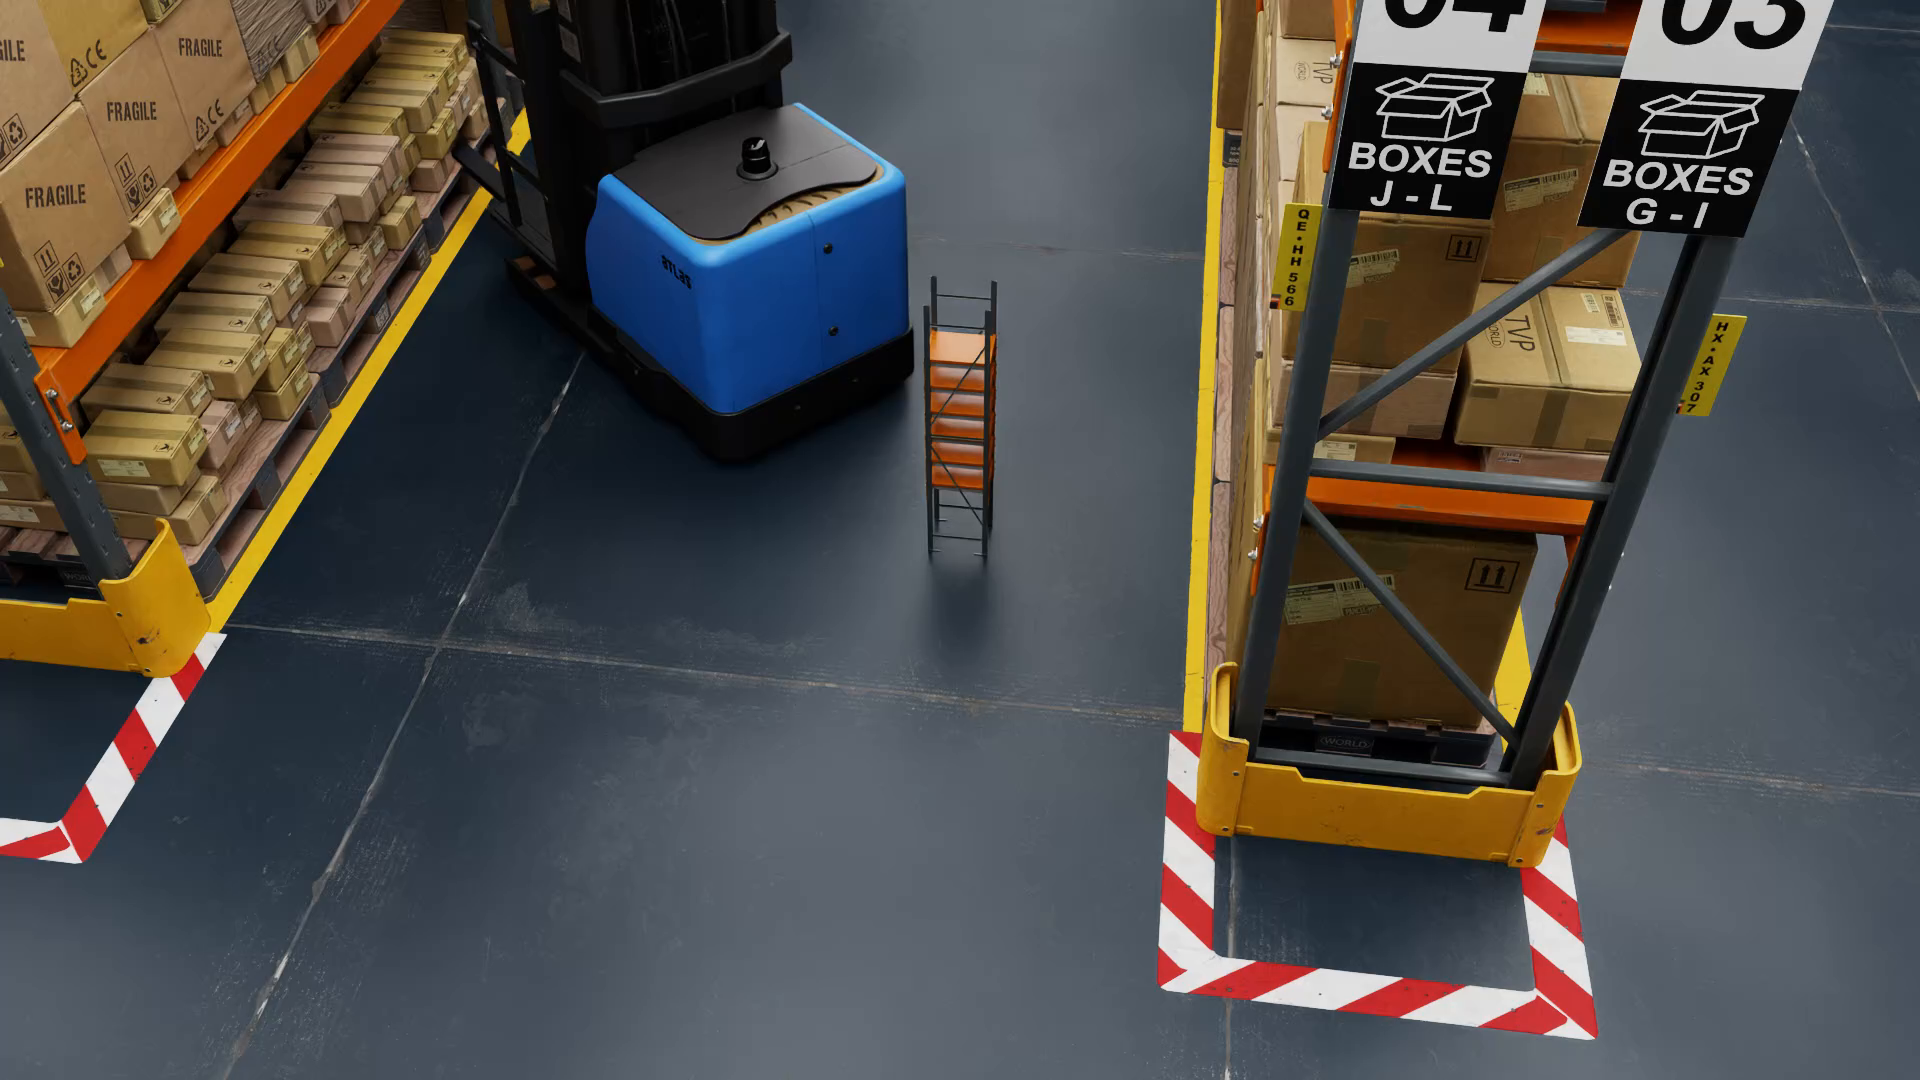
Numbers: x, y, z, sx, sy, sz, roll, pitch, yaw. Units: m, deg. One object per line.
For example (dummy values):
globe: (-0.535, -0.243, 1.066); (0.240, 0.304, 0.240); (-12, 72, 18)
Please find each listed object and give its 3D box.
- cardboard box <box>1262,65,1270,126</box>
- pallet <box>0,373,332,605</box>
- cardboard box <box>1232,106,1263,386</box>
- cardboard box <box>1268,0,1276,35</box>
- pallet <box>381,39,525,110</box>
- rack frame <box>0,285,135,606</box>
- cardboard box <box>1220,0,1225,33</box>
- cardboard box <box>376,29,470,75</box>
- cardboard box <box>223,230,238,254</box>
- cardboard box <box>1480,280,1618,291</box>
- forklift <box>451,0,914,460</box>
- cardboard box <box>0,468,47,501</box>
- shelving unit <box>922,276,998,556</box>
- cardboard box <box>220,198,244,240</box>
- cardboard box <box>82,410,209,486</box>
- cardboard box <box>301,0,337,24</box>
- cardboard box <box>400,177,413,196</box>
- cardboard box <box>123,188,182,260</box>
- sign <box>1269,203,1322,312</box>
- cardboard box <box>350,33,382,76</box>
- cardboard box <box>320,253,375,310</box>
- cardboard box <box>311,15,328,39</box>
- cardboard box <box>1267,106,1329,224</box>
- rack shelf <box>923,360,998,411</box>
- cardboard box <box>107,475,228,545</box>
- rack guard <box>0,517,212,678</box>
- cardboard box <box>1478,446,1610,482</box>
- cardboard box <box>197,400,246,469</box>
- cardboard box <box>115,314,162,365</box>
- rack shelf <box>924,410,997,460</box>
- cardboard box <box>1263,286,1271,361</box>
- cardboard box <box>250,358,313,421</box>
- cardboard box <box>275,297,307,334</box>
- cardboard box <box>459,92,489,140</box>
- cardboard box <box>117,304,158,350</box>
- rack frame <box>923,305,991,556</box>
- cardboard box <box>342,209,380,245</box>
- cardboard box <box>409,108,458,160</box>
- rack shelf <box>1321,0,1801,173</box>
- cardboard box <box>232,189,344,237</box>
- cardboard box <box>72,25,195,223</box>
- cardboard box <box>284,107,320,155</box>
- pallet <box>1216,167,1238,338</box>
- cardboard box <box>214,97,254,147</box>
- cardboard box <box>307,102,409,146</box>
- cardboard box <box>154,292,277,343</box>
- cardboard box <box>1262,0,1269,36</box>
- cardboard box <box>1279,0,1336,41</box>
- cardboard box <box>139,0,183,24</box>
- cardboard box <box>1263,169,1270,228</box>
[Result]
cardboard box: (1.401, -1.747, 6.597); (0.380, 0.149, 0.250); (6, 44, 6)
pallet: (-3.339, -0.277, 6.889); (1.003, 0.211, 1.213); (5, 44, 6)
cardboard box: (1.655, -1.219, 7.095); (0.875, 0.875, 0.875); (5, 44, 6)
cardboard box: (1.548, -2.312, 6.903); (0.500, 0.250, 0.500); (5, 44, 5)
pallet: (-2.861, -2.931, 9.692); (1.003, 0.211, 1.213); (5, 44, 6)
rack frame: (-3.491, -0.687, 5.294); (1.000, 3.000, 0.127); (5, 44, 6)
cardboard box: (2.123, -3.321, 9.316); (1.225, 0.875, 0.875); (4, 44, 4)
cardboard box: (-2.751, -2.480, 8.523); (0.380, 0.149, 0.250); (6, 44, 7)
cardboard box: (-3.520, -1.370, 7.567); (0.380, 0.149, 0.250); (6, 44, 6)
cardboard box: (1.805, -0.878, 5.389); (0.500, 0.250, 0.500); (5, 44, 5)
forklift: (-1.523, -2.355, 7.105); (1.130, 2.935, 3.031); (-29, 51, -27)
cardboard box: (-3.704, -0.298, 6.435); (0.380, 0.149, 0.250); (4, 44, 4)
shelving unit: (0.002, -0.446, 6.348); (0.258, 1.200, 0.189); (5, 44, 6)
cardboard box: (-3.445, -1.468, 7.454); (0.380, 0.149, 0.250); (5, 44, 6)
cardboard box: (-3.085, -0.347, 6.270); (0.380, 0.149, 0.250); (3, 44, 4)
cardboard box: (-2.883, -2.510, 6.930); (0.500, 0.500, 0.500); (5, 44, 5)
cardboard box: (-2.920, -1.708, 8.141); (0.380, 0.149, 0.250); (4, 44, 4)
cardboard box: (-3.042, -1.143, 5.958); (0.380, 0.149, 0.250); (4, 44, 4)
sign: (0.876, -0.733, 4.328); (0.100, 0.325, 0.005); (5, 44, 6)
cardboard box: (-3.213, -2.531, 8.576); (0.380, 0.149, 0.250); (7, 44, 7)
cardboard box: (-2.913, -1.188, 7.591); (0.380, 0.149, 0.250); (5, 44, 6)
cardboard box: (-2.940, -2.214, 7.089); (0.380, 0.149, 0.250); (5, 44, 5)
cardboard box: (1.348, -1.268, 5.800); (0.500, 0.250, 0.500); (4, 44, 4)
rack shelf: (0.002, -0.588, 6.213); (0.258, 0.103, 0.180); (5, 44, 6)
cardboard box: (-3.105, -0.132, 6.476); (0.380, 0.149, 0.250); (6, 44, 6)
rack guard: (-3.481, 0.169, 6.208); (1.175, 0.500, 0.348); (5, 44, 6)
cardboard box: (1.786, -0.288, 5.055); (0.380, 0.149, 0.250); (6, 44, 6)
cardboard box: (-3.075, -0.428, 6.572); (0.380, 0.149, 0.250); (5, 44, 5)
cardboard box: (-3.500, -0.826, 6.993); (0.380, 0.149, 0.250); (5, 44, 5)
rack shelf: (0.002, -0.413, 6.378); (0.258, 0.103, 0.180); (5, 44, 6)
cardboard box: (1.200, -0.698, 5.488); (0.380, 0.149, 0.250); (5, 44, 6)
cardboard box: (-2.983, -0.652, 7.025); (0.380, 0.149, 0.250); (6, 44, 6)
cardboard box: (-3.048, -0.957, 7.131); (0.380, 0.149, 0.250); (3, 44, 3)
cardboard box: (-2.676, -2.232, 8.694); (0.380, 0.149, 0.250); (6, 44, 6)
cardboard box: (-3.577, -0.929, 6.885); (0.380, 0.149, 0.250); (4, 44, 4)
rack frame: (-0.010, -0.383, 6.282); (0.240, 1.200, 0.006); (5, 44, 6)
cardboard box: (-2.930, -1.507, 7.712); (0.380, 0.149, 0.250); (3, 44, 4)
cardboard box: (-2.730, -2.025, 8.259); (0.380, 0.149, 0.250); (4, 44, 4)
rack shelf: (1.676, -2.358, 5.401); (1.077, 0.370, 4.000); (5, 44, 6)
cardboard box: (-2.992, -1.425, 7.409); (0.380, 0.149, 0.250); (5, 44, 6)
cardboard box: (-3.112, -1.479, 5.842); (0.500, 0.500, 0.500); (5, 44, 6)
cardboard box: (-3.305, -1.992, 8.007); (0.380, 0.149, 0.250); (4, 44, 4)
pallet: (1.763, -1.370, 8.043); (1.003, 0.211, 1.213); (5, 44, 6)
cardboard box: (-3.023, -1.680, 6.525); (0.380, 0.149, 0.250); (4, 44, 5)
cardboard box: (-2.883, -1.963, 7.976); (0.380, 0.149, 0.250); (7, 44, 7)
cardboard box: (-3.057, -0.882, 6.835); (0.380, 0.149, 0.250); (3, 44, 3)
cardboard box: (1.503, -2.272, 7.151); (0.380, 0.149, 0.250); (7, 44, 7)
cardboard box: (1.487, -2.226, 6.267); (0.500, 0.500, 0.500); (4, 44, 4)
cardboard box: (-3.017, -2.173, 5.847); (0.500, 0.500, 0.500); (4, 44, 5)
cardboard box: (1.300, -1.222, 6.041); (0.380, 0.149, 0.250); (5, 44, 6)
